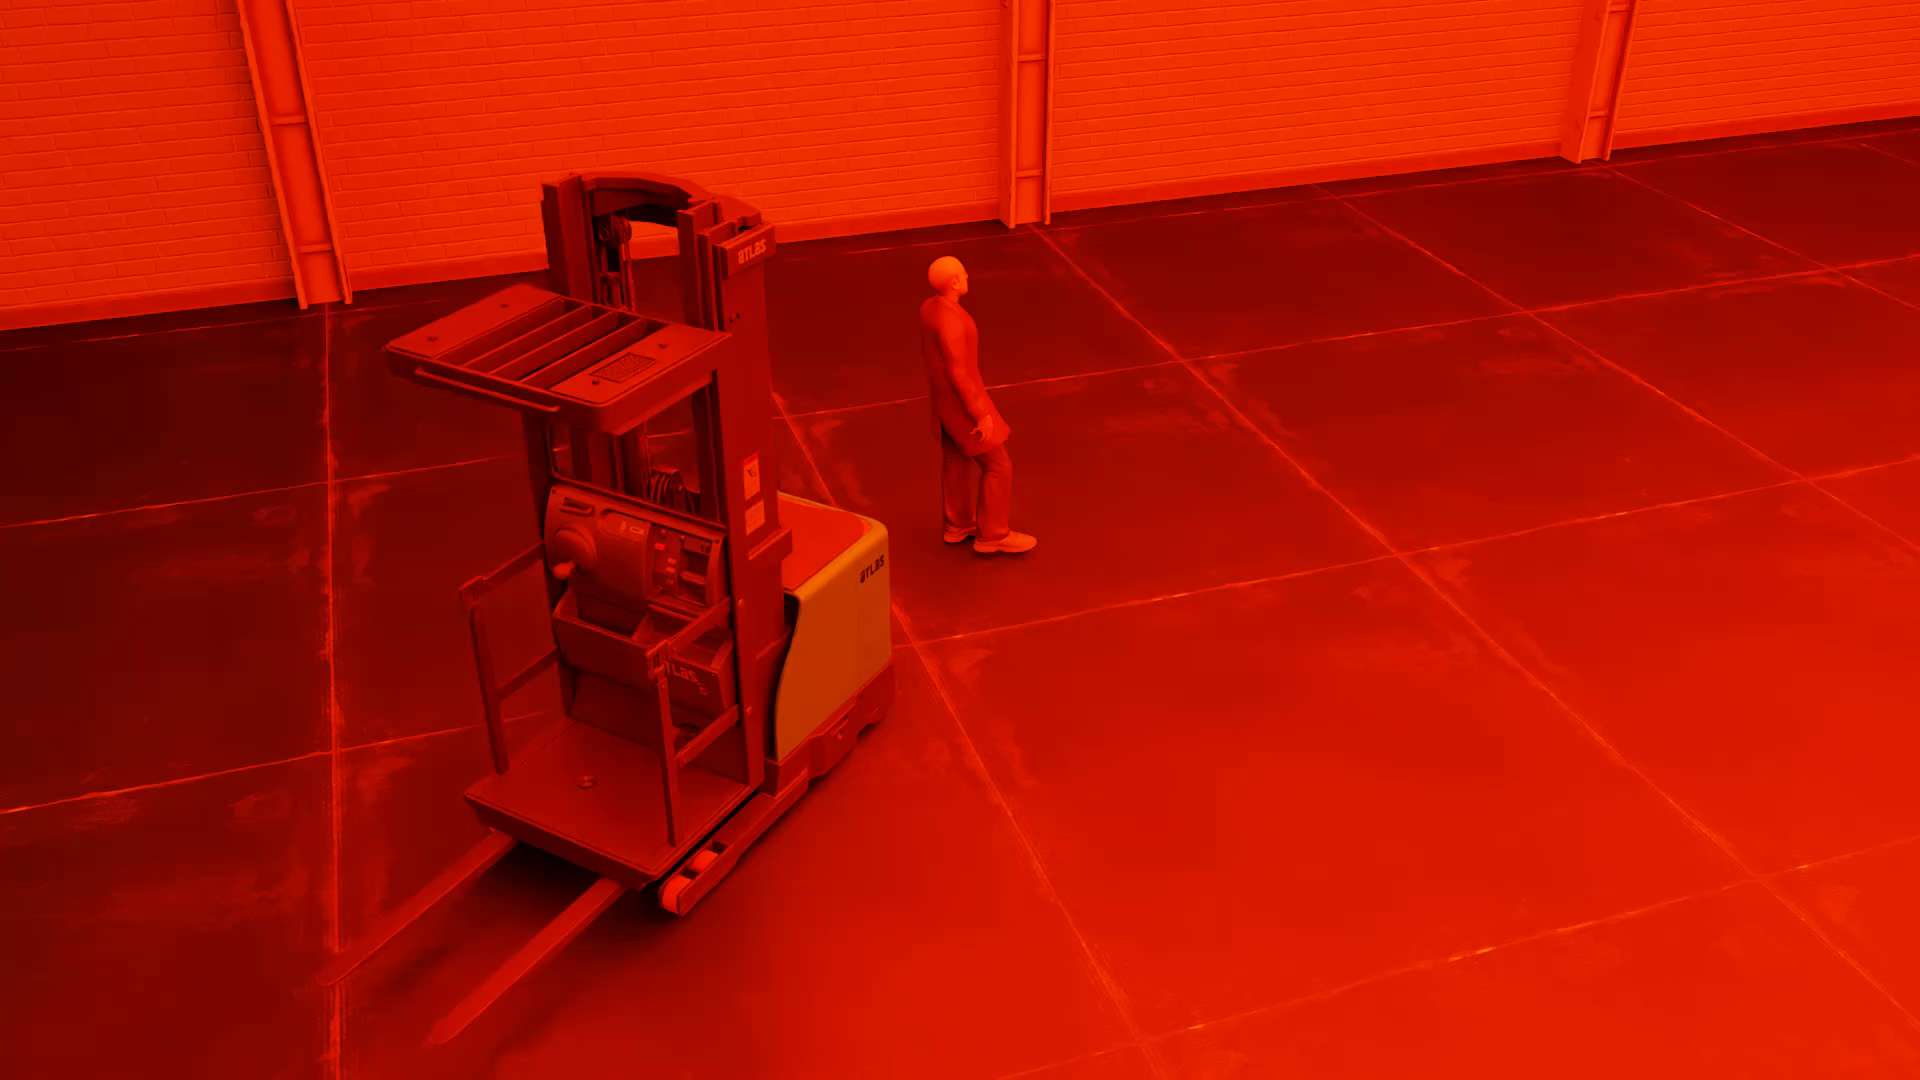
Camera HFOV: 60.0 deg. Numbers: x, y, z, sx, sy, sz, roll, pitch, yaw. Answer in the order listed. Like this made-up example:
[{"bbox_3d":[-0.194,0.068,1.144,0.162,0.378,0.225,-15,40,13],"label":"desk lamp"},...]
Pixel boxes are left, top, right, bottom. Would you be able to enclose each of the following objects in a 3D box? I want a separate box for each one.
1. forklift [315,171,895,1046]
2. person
[{"bbox_3d":[-1.501,0.091,6.928,1.130,2.935,3.031,16,34,26],"label":"forklift"},{"bbox_3d":[0.088,-0.789,9.600,0.583,1.775,0.696,-10,31,-16],"label":"person"}]
